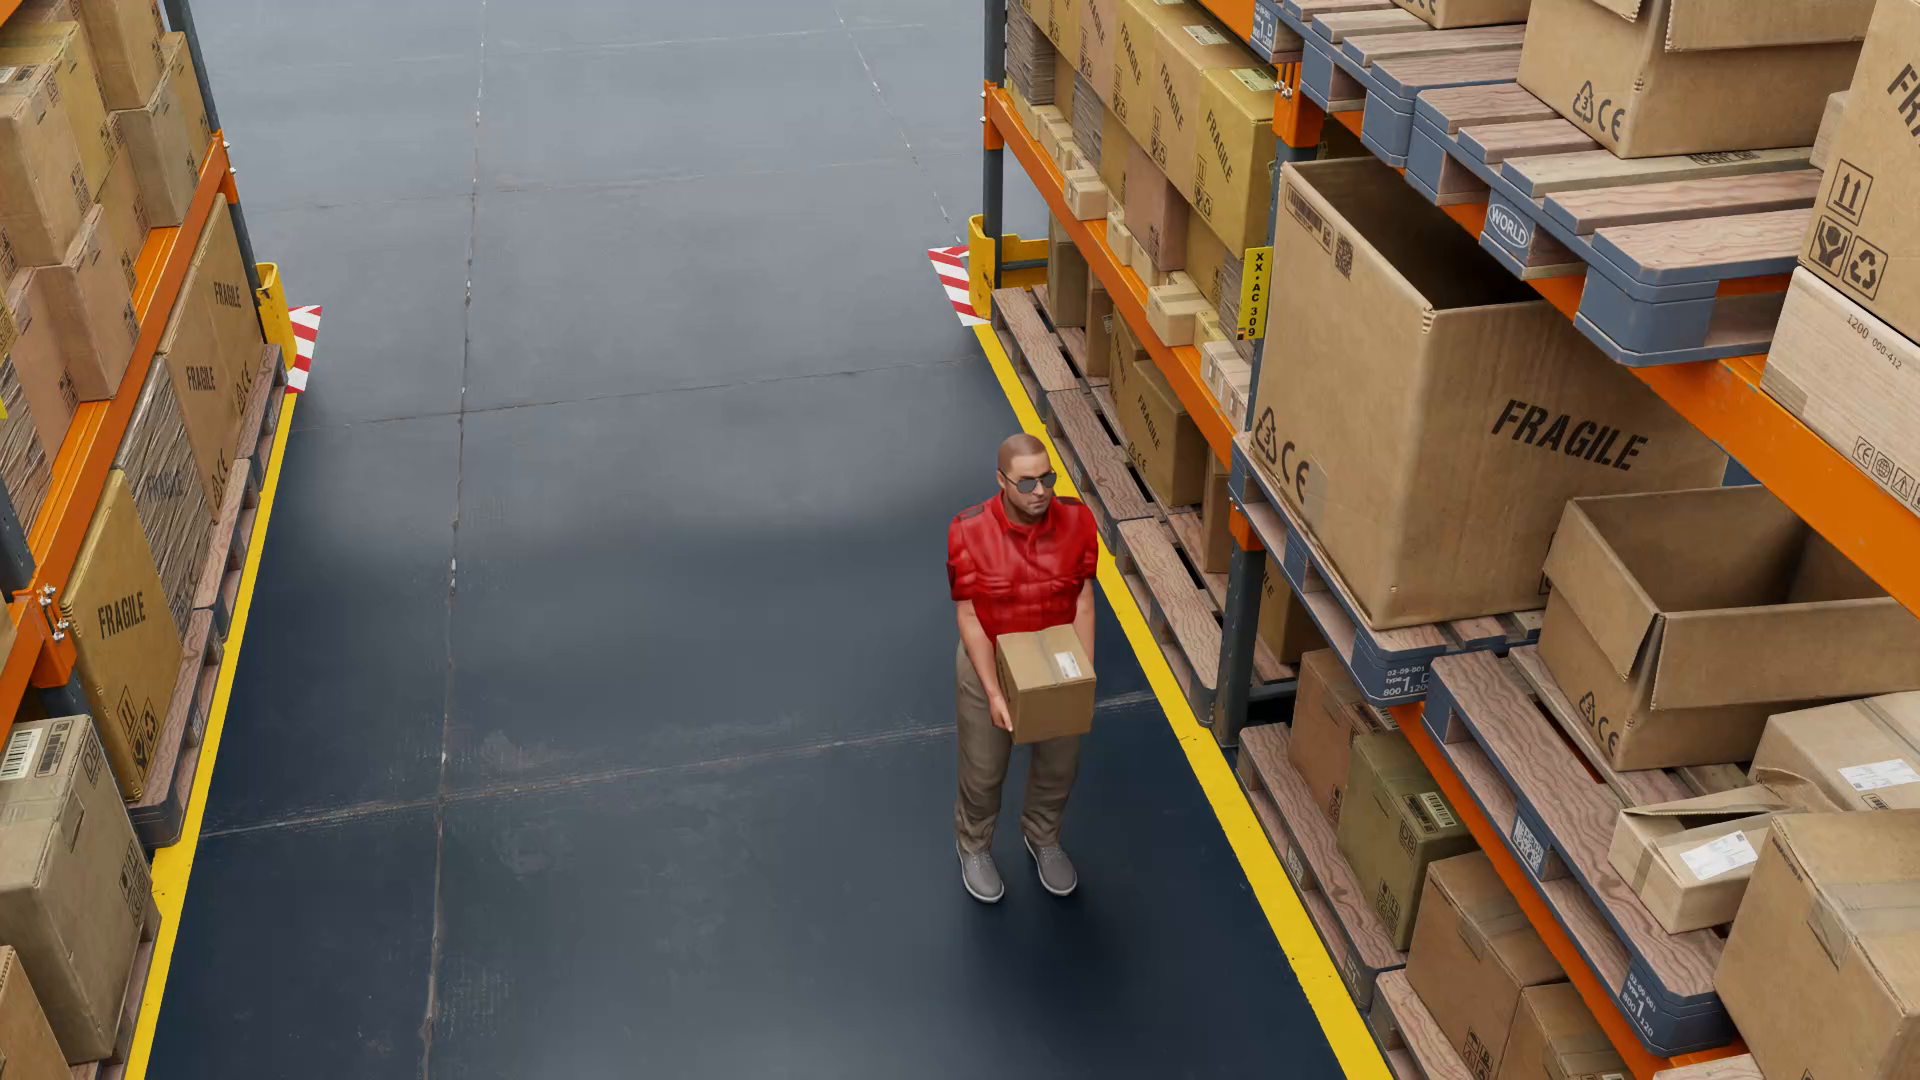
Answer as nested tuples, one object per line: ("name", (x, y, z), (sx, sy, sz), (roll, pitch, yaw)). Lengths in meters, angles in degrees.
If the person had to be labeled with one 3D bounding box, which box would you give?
("person", (0.232, 0.485, 5.453), (0.494, 1.715, 0.537), (-9, 35, -12))
